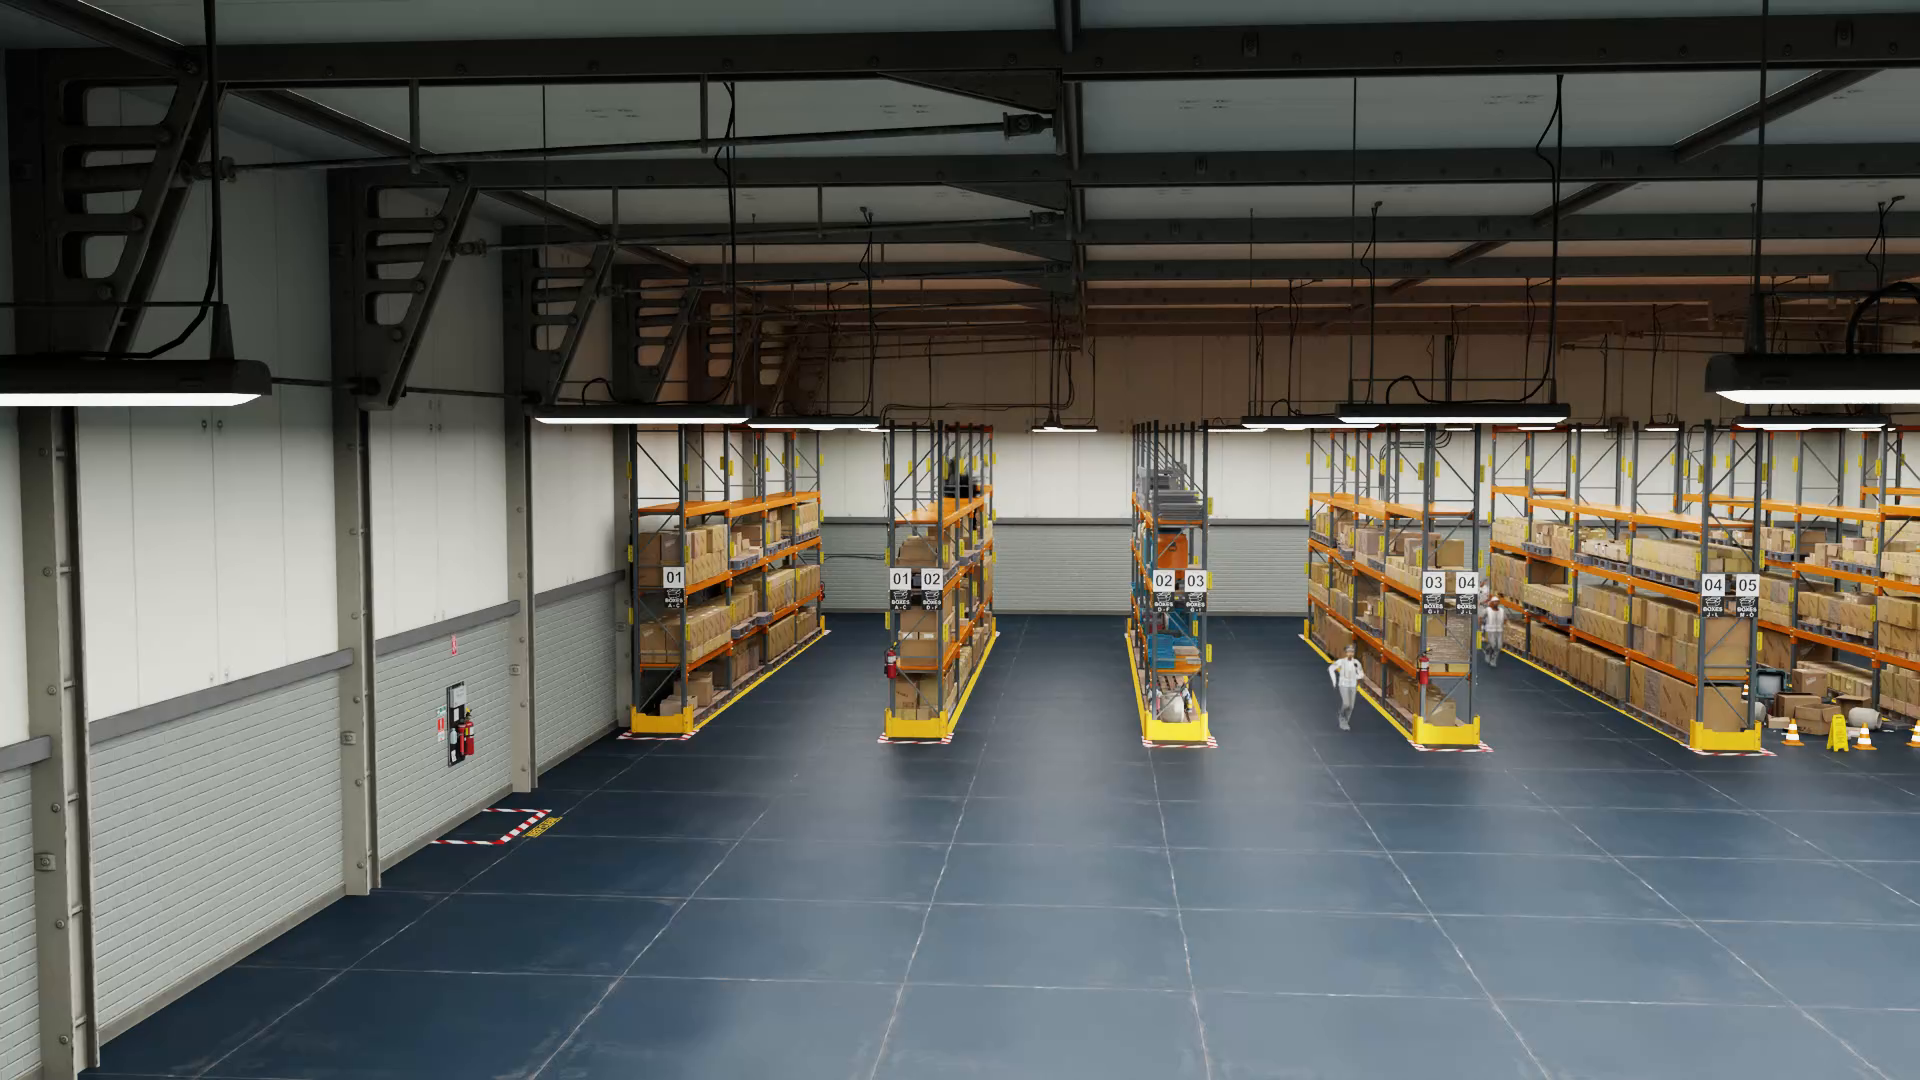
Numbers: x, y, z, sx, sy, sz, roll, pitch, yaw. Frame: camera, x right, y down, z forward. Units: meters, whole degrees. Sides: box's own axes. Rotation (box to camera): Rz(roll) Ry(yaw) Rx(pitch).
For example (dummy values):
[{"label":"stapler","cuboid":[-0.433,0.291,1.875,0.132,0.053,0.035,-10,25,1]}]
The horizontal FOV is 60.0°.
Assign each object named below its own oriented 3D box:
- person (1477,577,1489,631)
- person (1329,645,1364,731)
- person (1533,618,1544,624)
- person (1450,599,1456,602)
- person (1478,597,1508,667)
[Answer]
[{"label":"person","cuboid":[14.919,1.883,47.520,0.624,1.671,0.824,0,4,-2]},{"label":"person","cuboid":[7.494,2.848,32.082,0.602,1.674,0.618,0,4,-6]},{"label":"person","cuboid":[16.395,1.939,47.062,0.695,1.639,0.581,-3,5,-41]},{"label":"person","cuboid":[13.191,2.060,44.029,0.564,1.833,0.763,1,4,10]},{"label":"person","cuboid":[13.156,2.261,40.895,0.677,1.734,0.584,0,4,-2]}]
